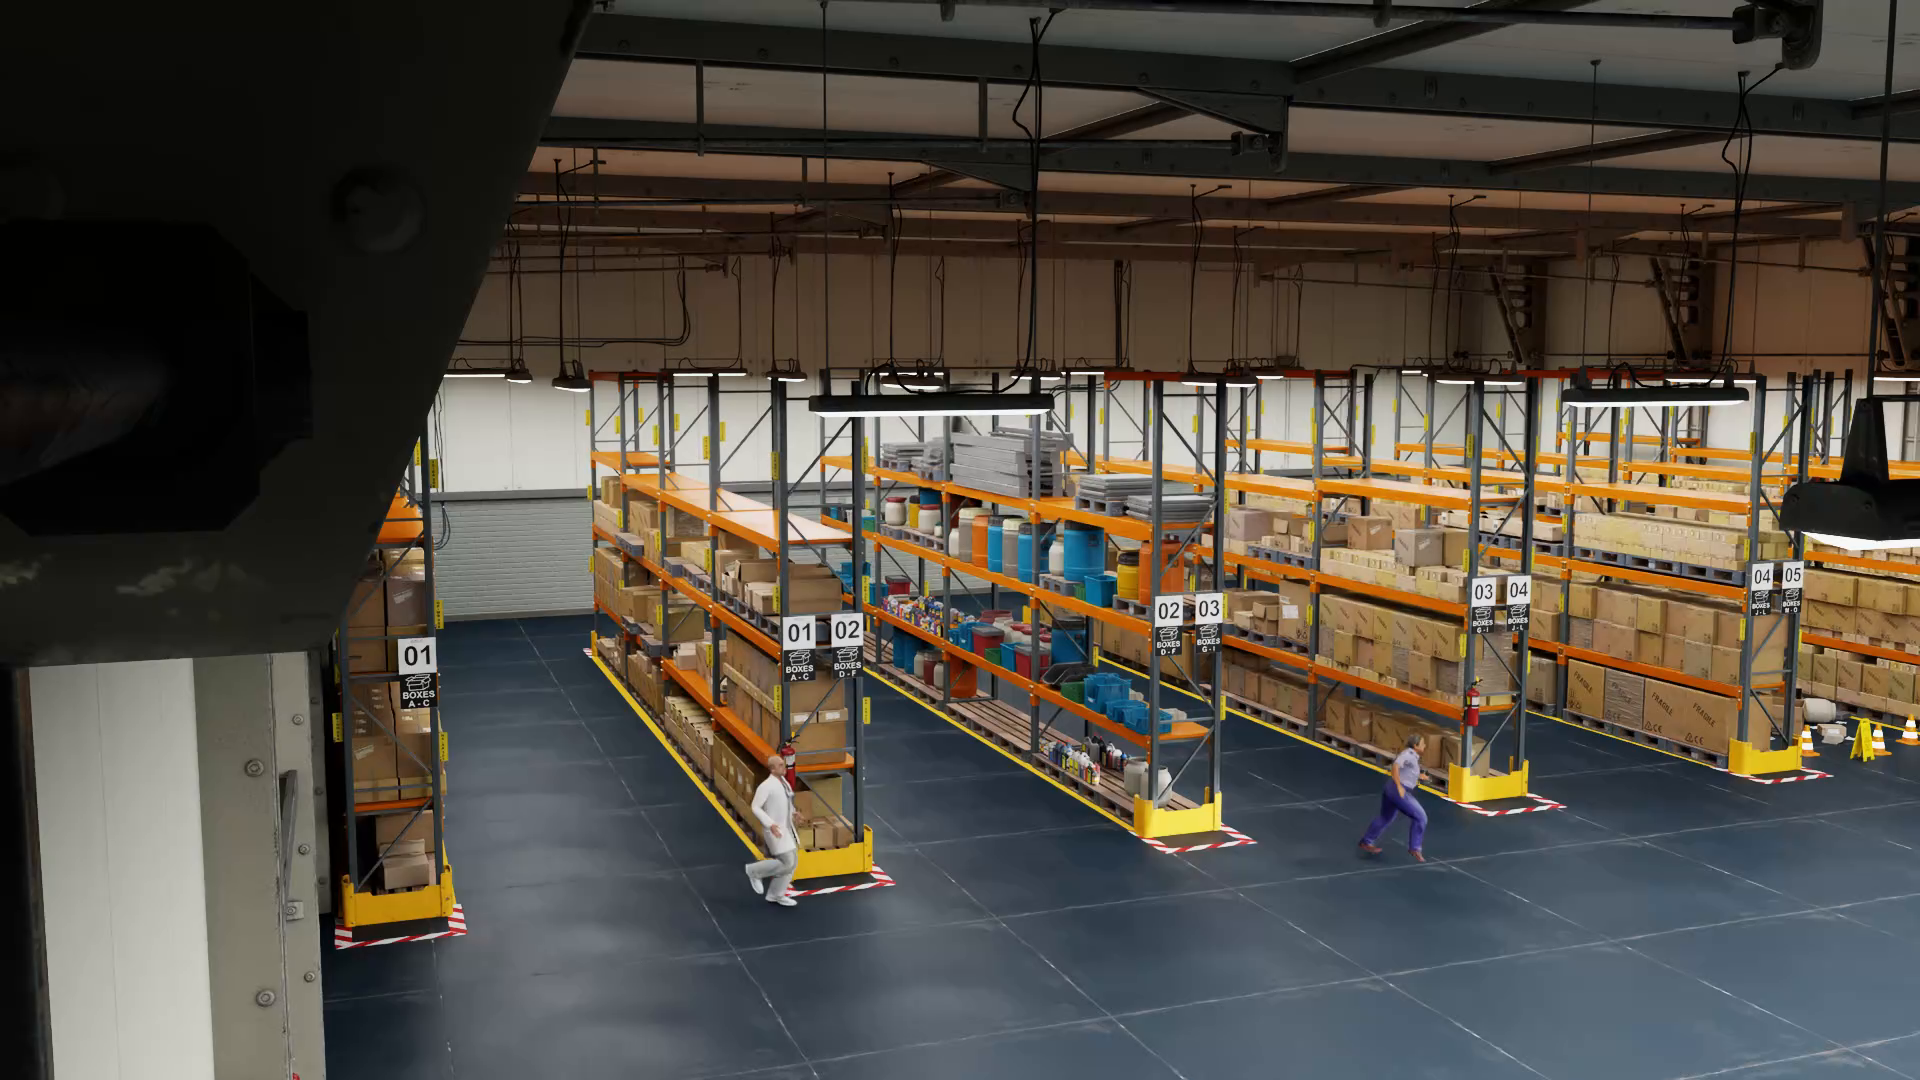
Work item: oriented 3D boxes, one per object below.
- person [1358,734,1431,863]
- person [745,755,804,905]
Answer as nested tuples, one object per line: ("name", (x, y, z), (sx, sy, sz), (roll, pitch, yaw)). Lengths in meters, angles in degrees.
("person", (5.477, 3.232, 20.851), (0.857, 1.645, 0.621), (1, 6, 7))
("person", (-2.138, 3.347, 19.197), (0.641, 1.747, 0.713), (2, 7, 18))
